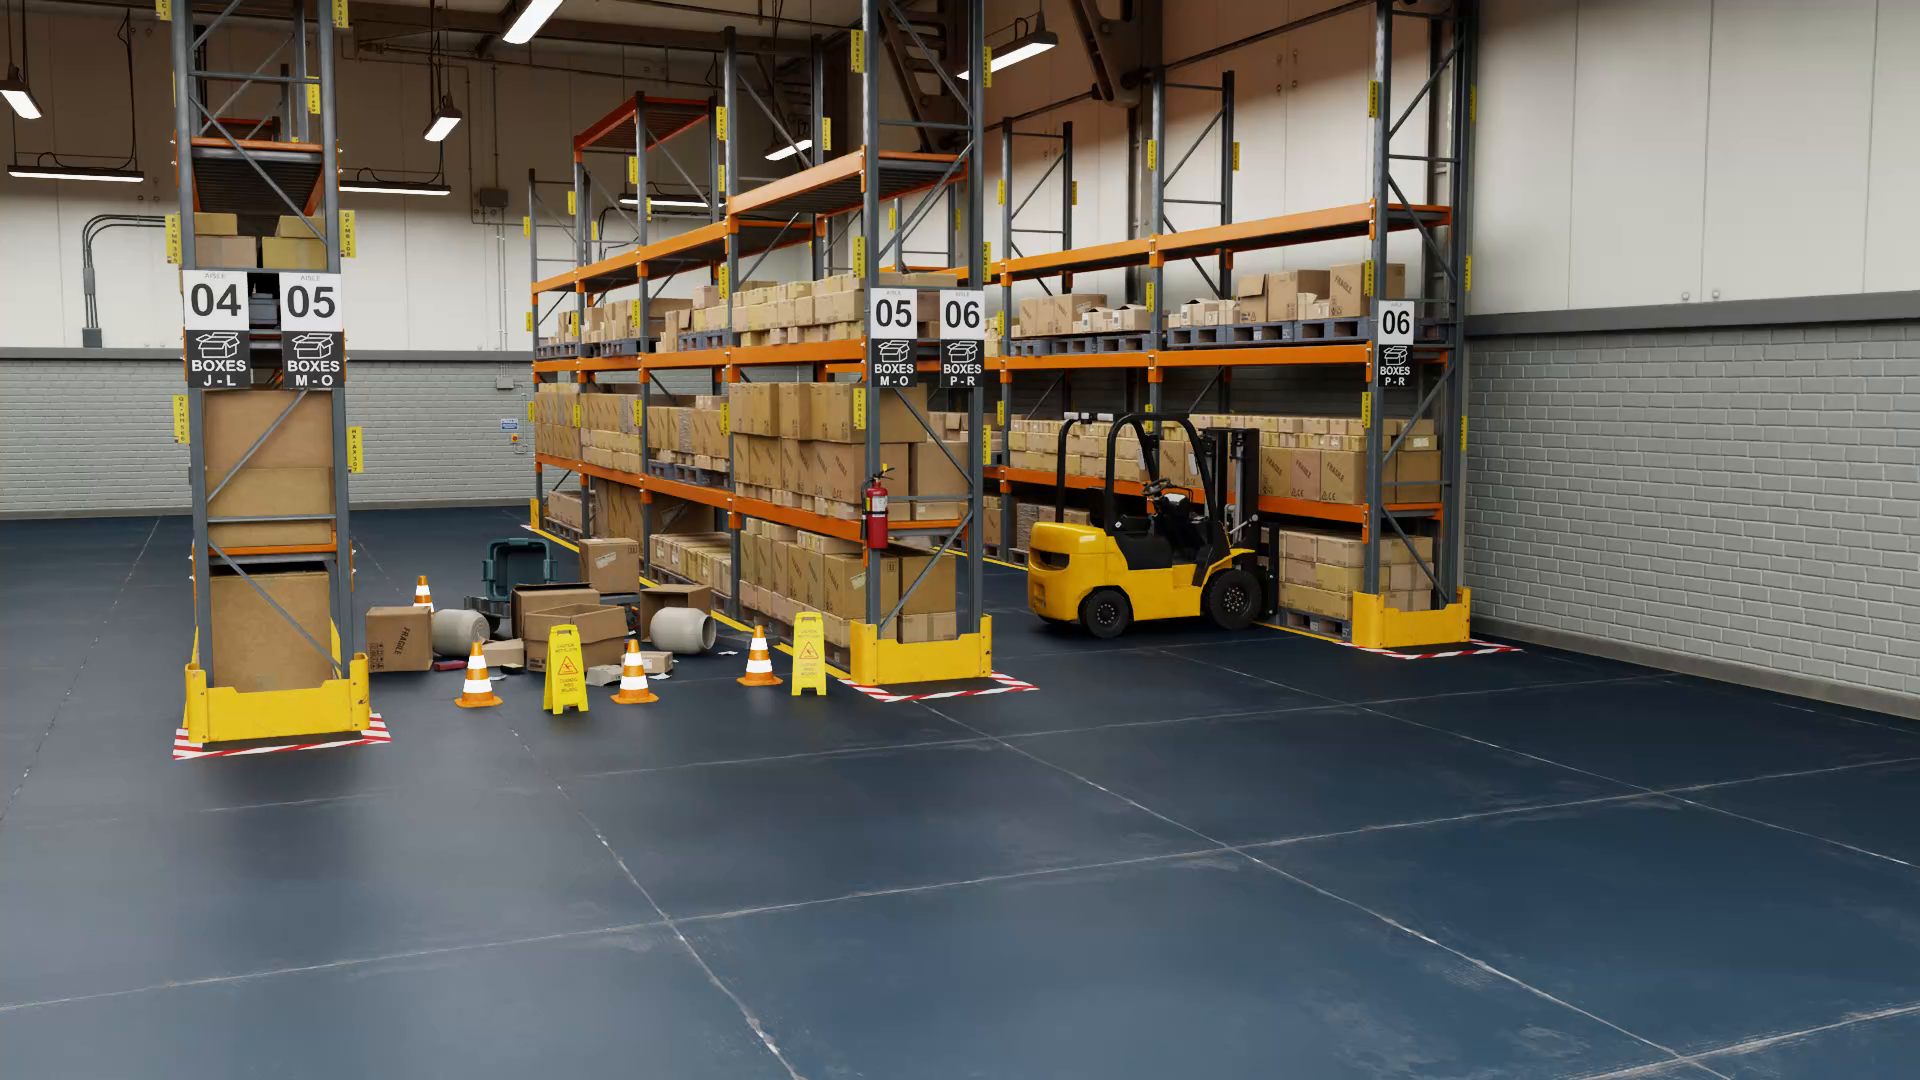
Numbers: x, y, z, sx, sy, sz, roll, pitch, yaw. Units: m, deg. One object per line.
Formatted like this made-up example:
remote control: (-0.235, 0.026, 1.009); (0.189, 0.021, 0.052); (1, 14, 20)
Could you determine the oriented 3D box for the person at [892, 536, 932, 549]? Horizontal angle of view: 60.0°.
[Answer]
person: (-0.644, 0.117, 18.124); (0.587, 1.263, 0.778); (-3, 6, -26)
